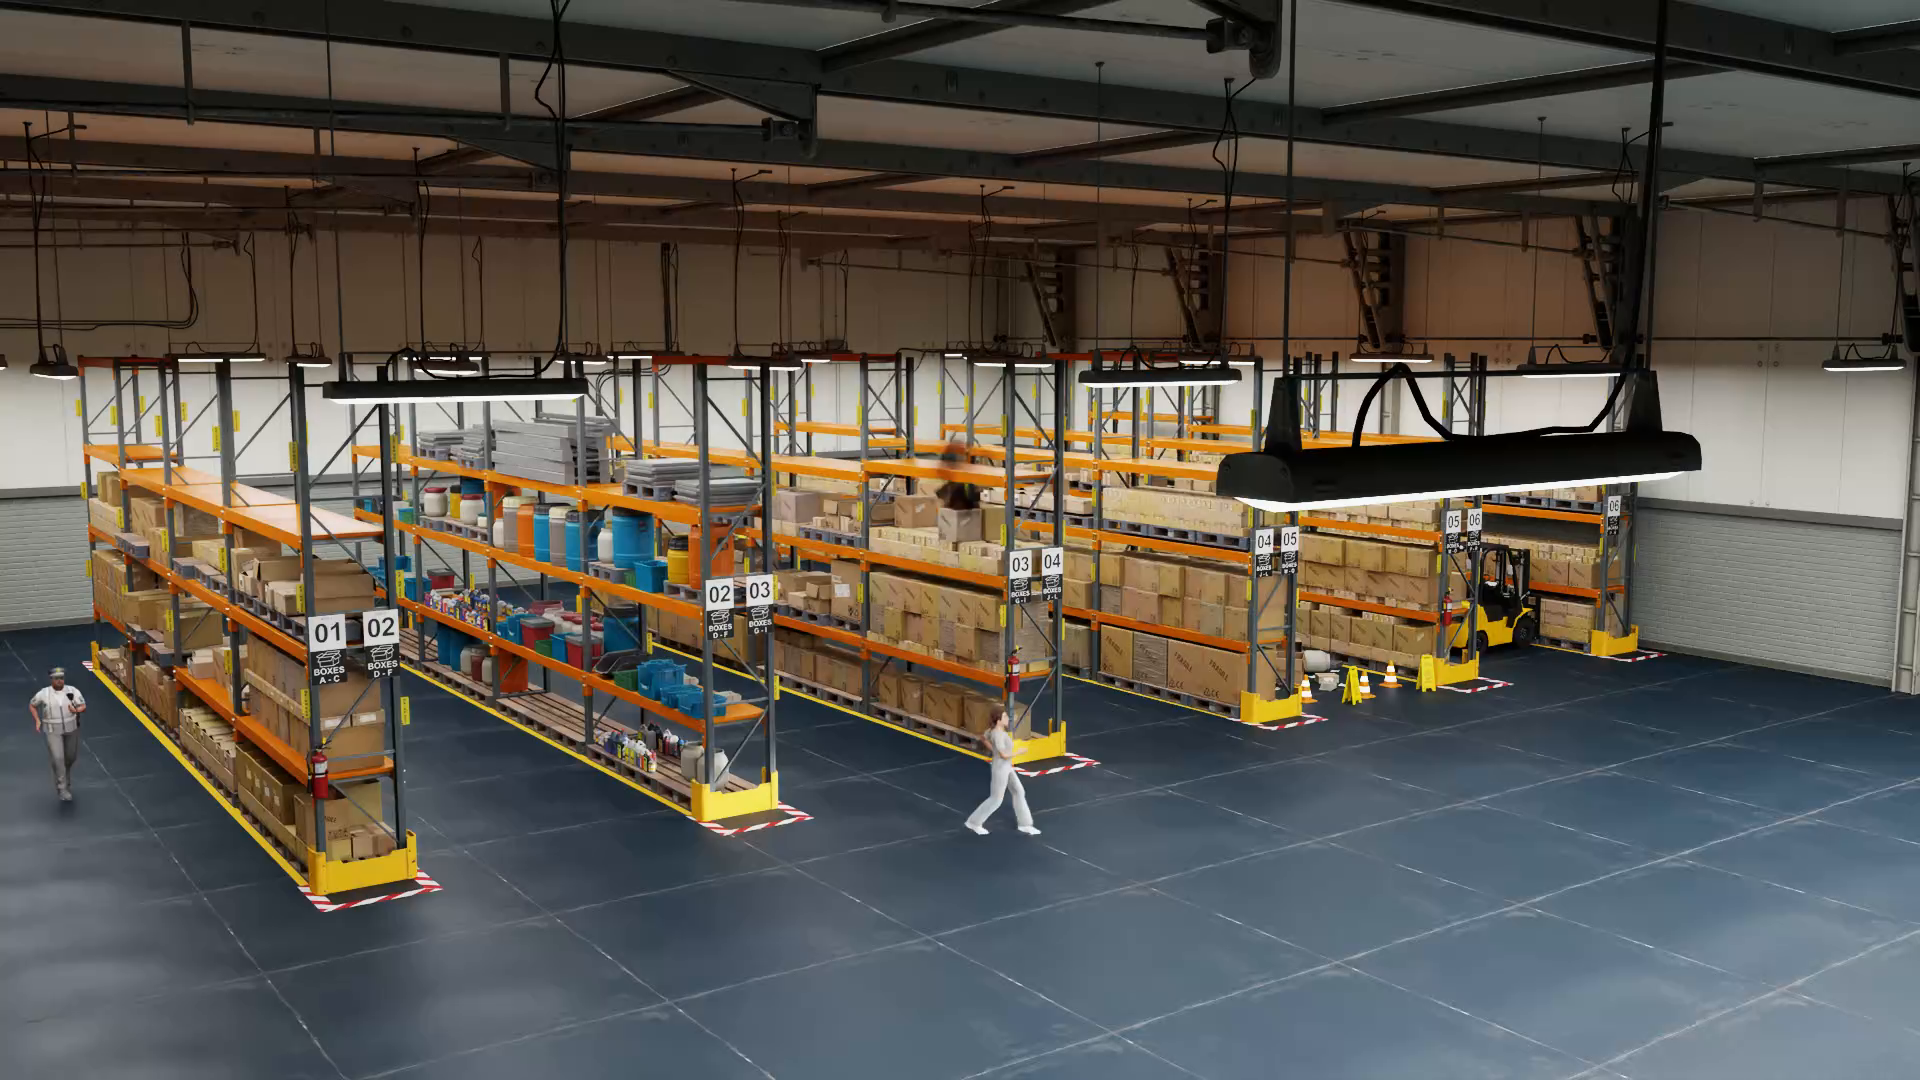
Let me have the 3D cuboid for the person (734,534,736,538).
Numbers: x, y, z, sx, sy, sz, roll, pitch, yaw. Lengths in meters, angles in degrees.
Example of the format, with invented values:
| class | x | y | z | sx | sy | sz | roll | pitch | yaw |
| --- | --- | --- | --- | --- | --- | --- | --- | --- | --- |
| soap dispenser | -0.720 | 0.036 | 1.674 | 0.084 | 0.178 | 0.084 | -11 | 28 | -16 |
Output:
| class | x | y | z | sx | sy | sz | roll | pitch | yaw |
| --- | --- | --- | --- | --- | --- | --- | --- | --- | --- |
| person | -5.658 | 0.591 | 40.393 | 0.750 | 1.726 | 0.669 | -1 | 7 | -7 |

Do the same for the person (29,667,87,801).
| class | x | y | z | sx | sy | sz | roll | pitch | yaw |
| --- | --- | --- | --- | --- | --- | --- | --- | --- | --- |
| person | -12.460 | 2.639 | 23.054 | 0.658 | 1.782 | 0.955 | -6 | 9 | -42 |

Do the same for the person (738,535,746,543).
| class | x | y | z | sx | sy | sz | roll | pitch | yaw |
| --- | --- | --- | --- | --- | --- | --- | --- | --- | --- |
| person | -5.222 | 0.695 | 39.256 | 0.770 | 1.715 | 0.961 | -3 | 7 | -21 |

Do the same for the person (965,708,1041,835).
| class | x | y | z | sx | sy | sz | roll | pitch | yaw |
| --- | --- | --- | --- | --- | --- | --- | --- | --- | --- |
| person | 0.548 | 2.945 | 21.101 | 0.965 | 1.668 | 0.572 | 0 | 7 | 2 |
